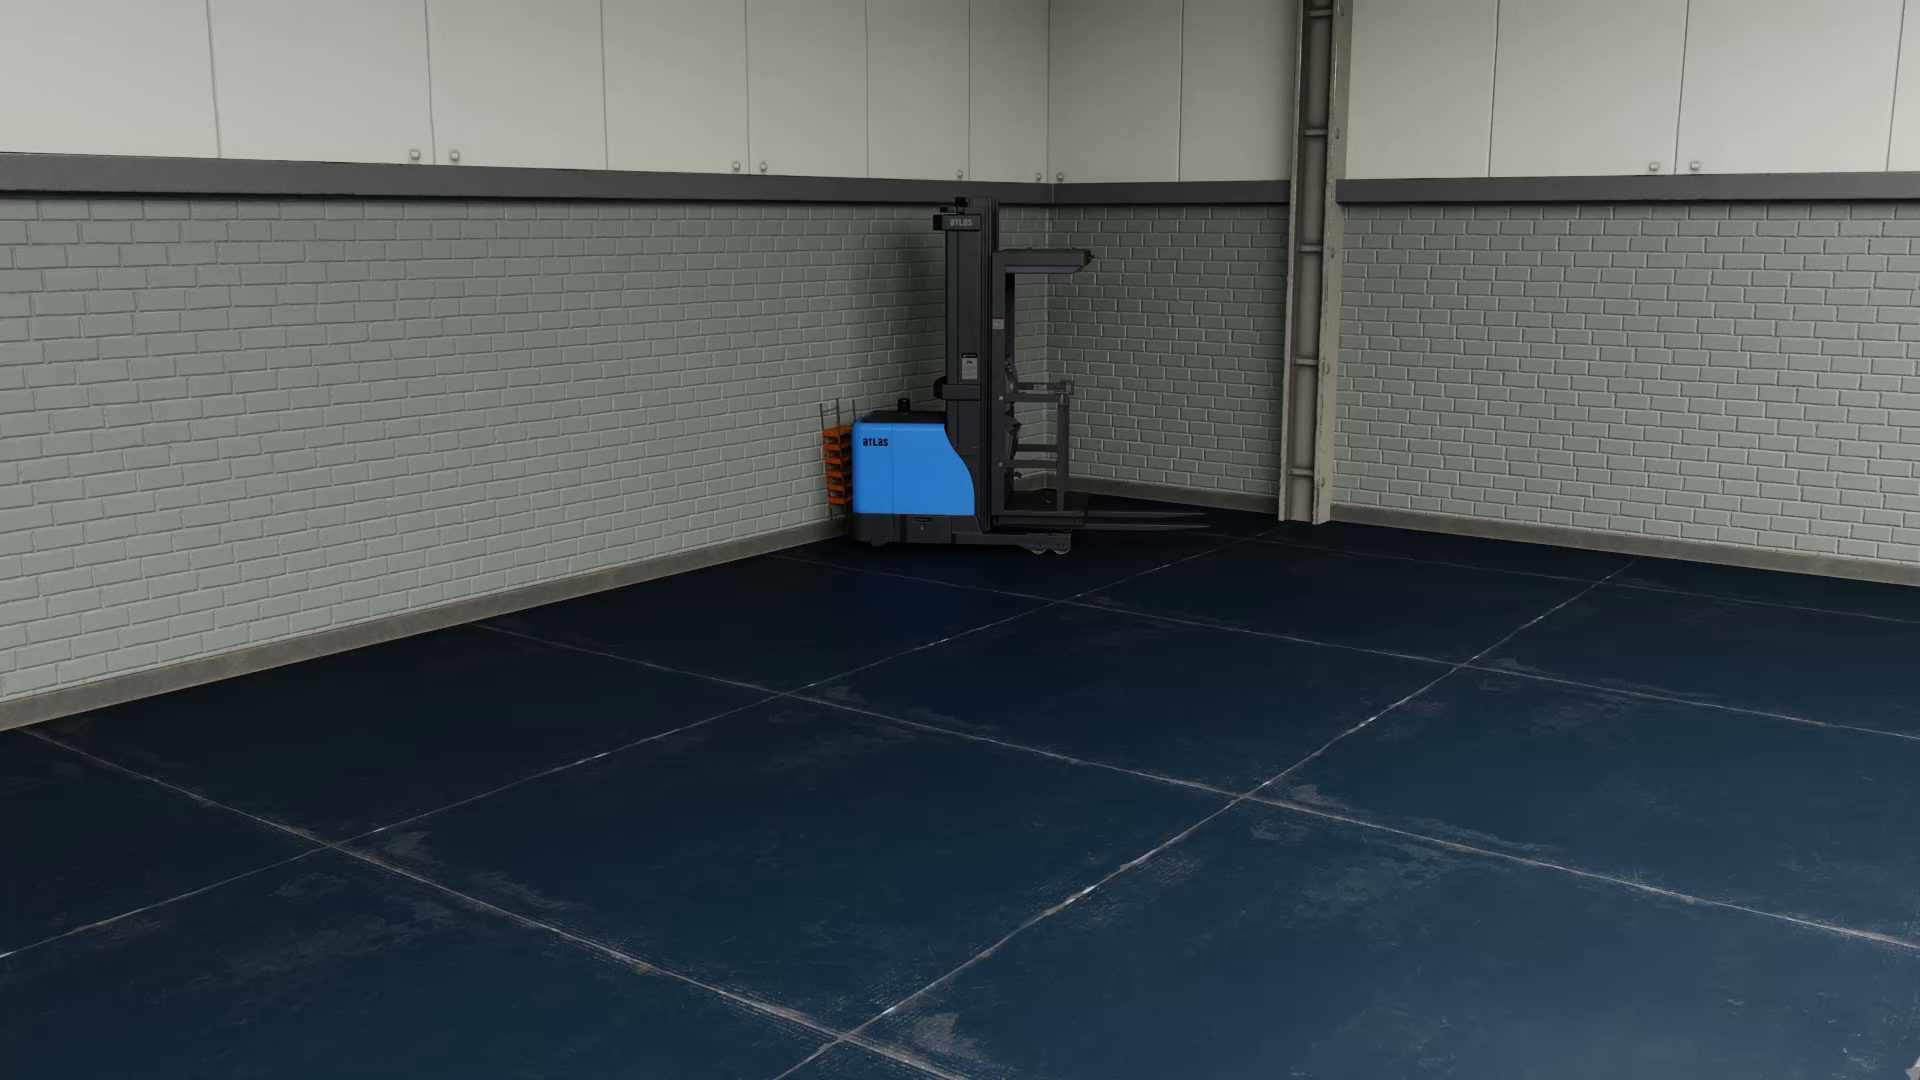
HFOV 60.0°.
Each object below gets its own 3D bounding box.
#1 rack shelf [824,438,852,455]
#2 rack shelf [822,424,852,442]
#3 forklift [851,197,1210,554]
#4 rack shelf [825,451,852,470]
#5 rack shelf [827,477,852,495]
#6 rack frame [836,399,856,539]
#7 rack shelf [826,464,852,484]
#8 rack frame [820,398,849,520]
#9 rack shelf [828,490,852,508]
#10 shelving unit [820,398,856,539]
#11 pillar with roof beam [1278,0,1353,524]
[{"bbox_3d":[-1.036,-0.810,14.489,0.180,0.103,0.258,8,20,36],"label":"rack shelf"},{"bbox_3d":[-1.044,-0.925,14.456,0.180,0.103,0.258,8,20,36],"label":"rack shelf"},{"bbox_3d":[0.625,-1.426,14.185,3.031,2.935,1.130,1,11,6],"label":"forklift"},{"bbox_3d":[-1.028,-0.695,14.523,0.180,0.103,0.258,8,20,36],"label":"rack shelf"},{"bbox_3d":[-1.011,-0.465,14.590,0.180,0.103,0.258,8,20,36],"label":"rack shelf"},{"bbox_3d":[-0.949,-0.612,14.490,0.006,1.200,0.240,8,20,36],"label":"rack frame"},{"bbox_3d":[-1.019,-0.580,14.556,0.180,0.103,0.258,8,20,36],"label":"rack shelf"},{"bbox_3d":[-1.096,-0.633,14.598,0.006,1.200,0.240,8,20,36],"label":"rack frame"},{"bbox_3d":[-1.003,-0.350,14.623,0.180,0.103,0.258,8,20,36],"label":"rack shelf"},{"bbox_3d":[-1.022,-0.623,14.544,0.189,1.200,0.258,8,20,36],"label":"shelving unit"},{"bbox_3d":[0.663,-3.948,11.243,0.400,9.000,9.100,8,13,36],"label":"pillar with roof beam"}]
